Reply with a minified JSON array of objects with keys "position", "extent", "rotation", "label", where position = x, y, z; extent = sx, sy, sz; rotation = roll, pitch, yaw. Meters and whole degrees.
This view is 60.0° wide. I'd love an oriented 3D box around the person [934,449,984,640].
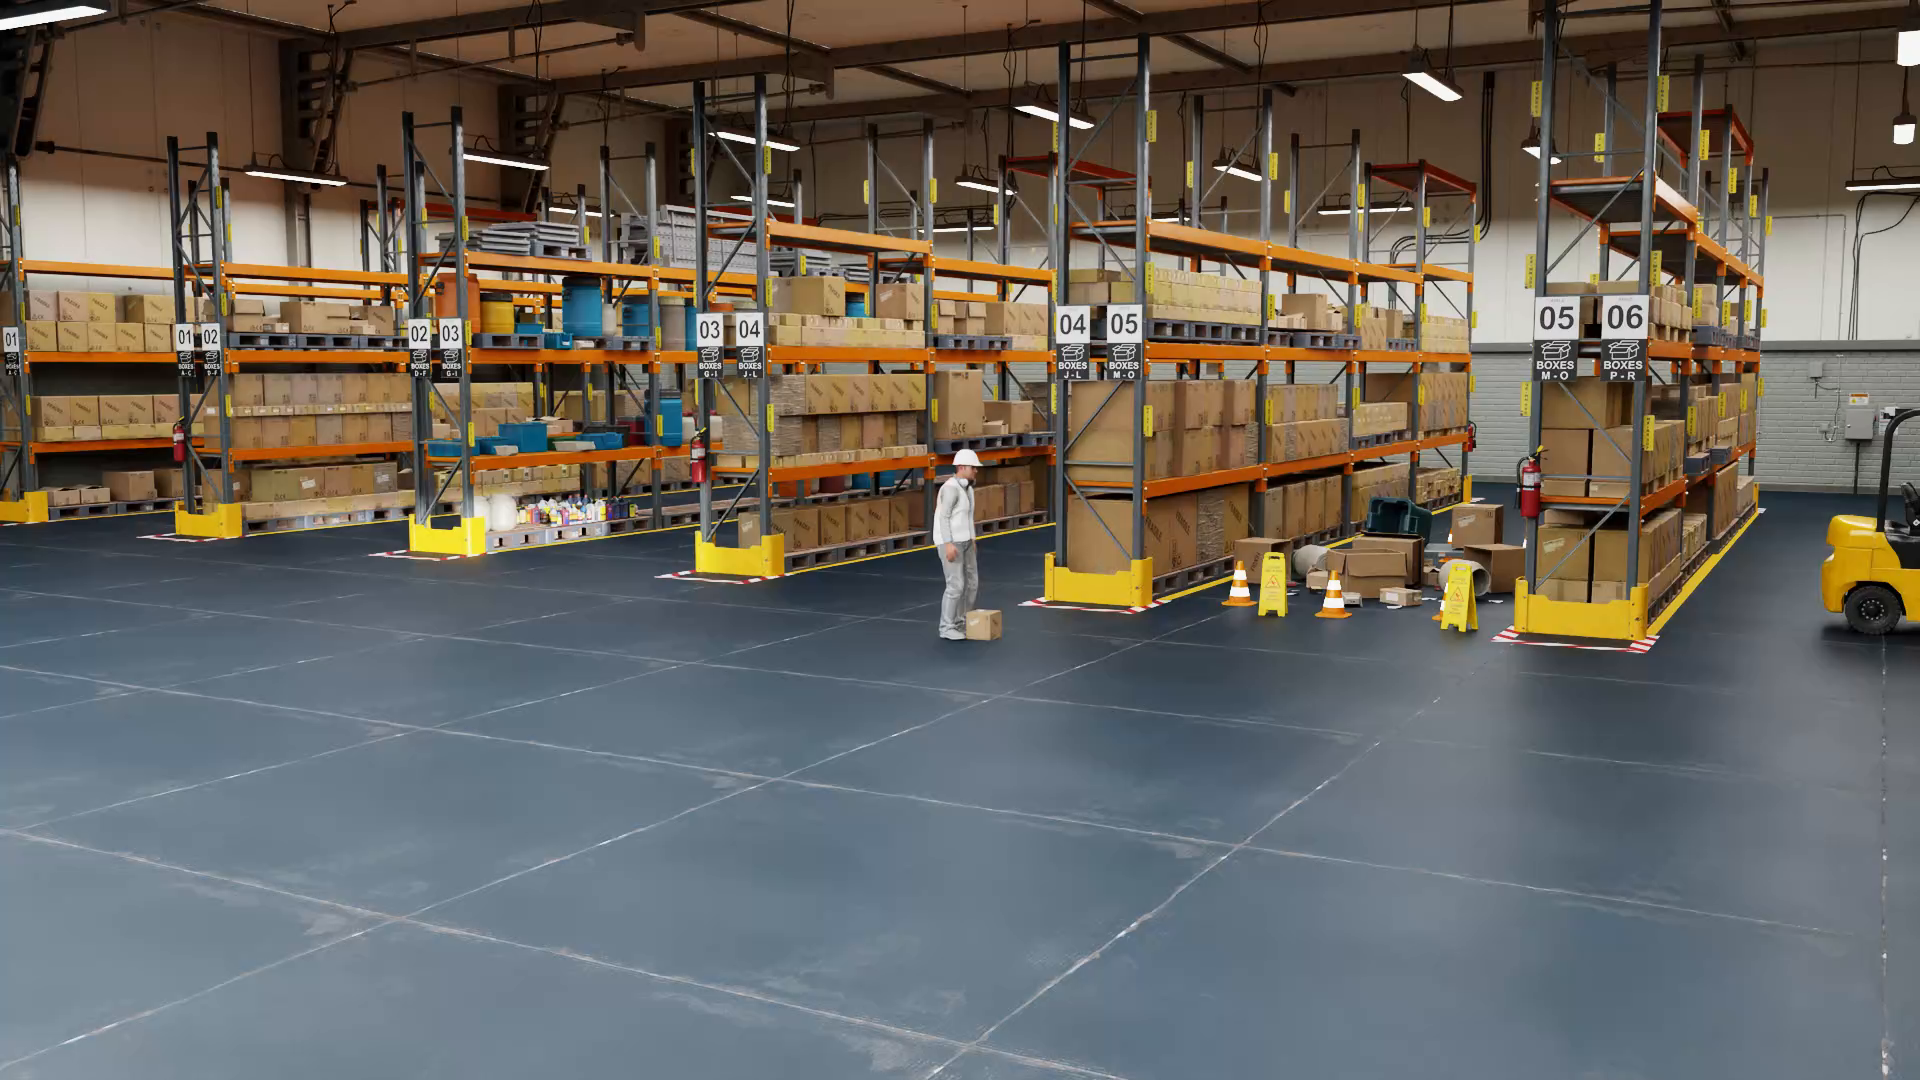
[{"position":[-0.001,0.031,15.711],"extent":[0.476,1.767,0.585],"rotation":[3,7,25],"label":"person"}]
